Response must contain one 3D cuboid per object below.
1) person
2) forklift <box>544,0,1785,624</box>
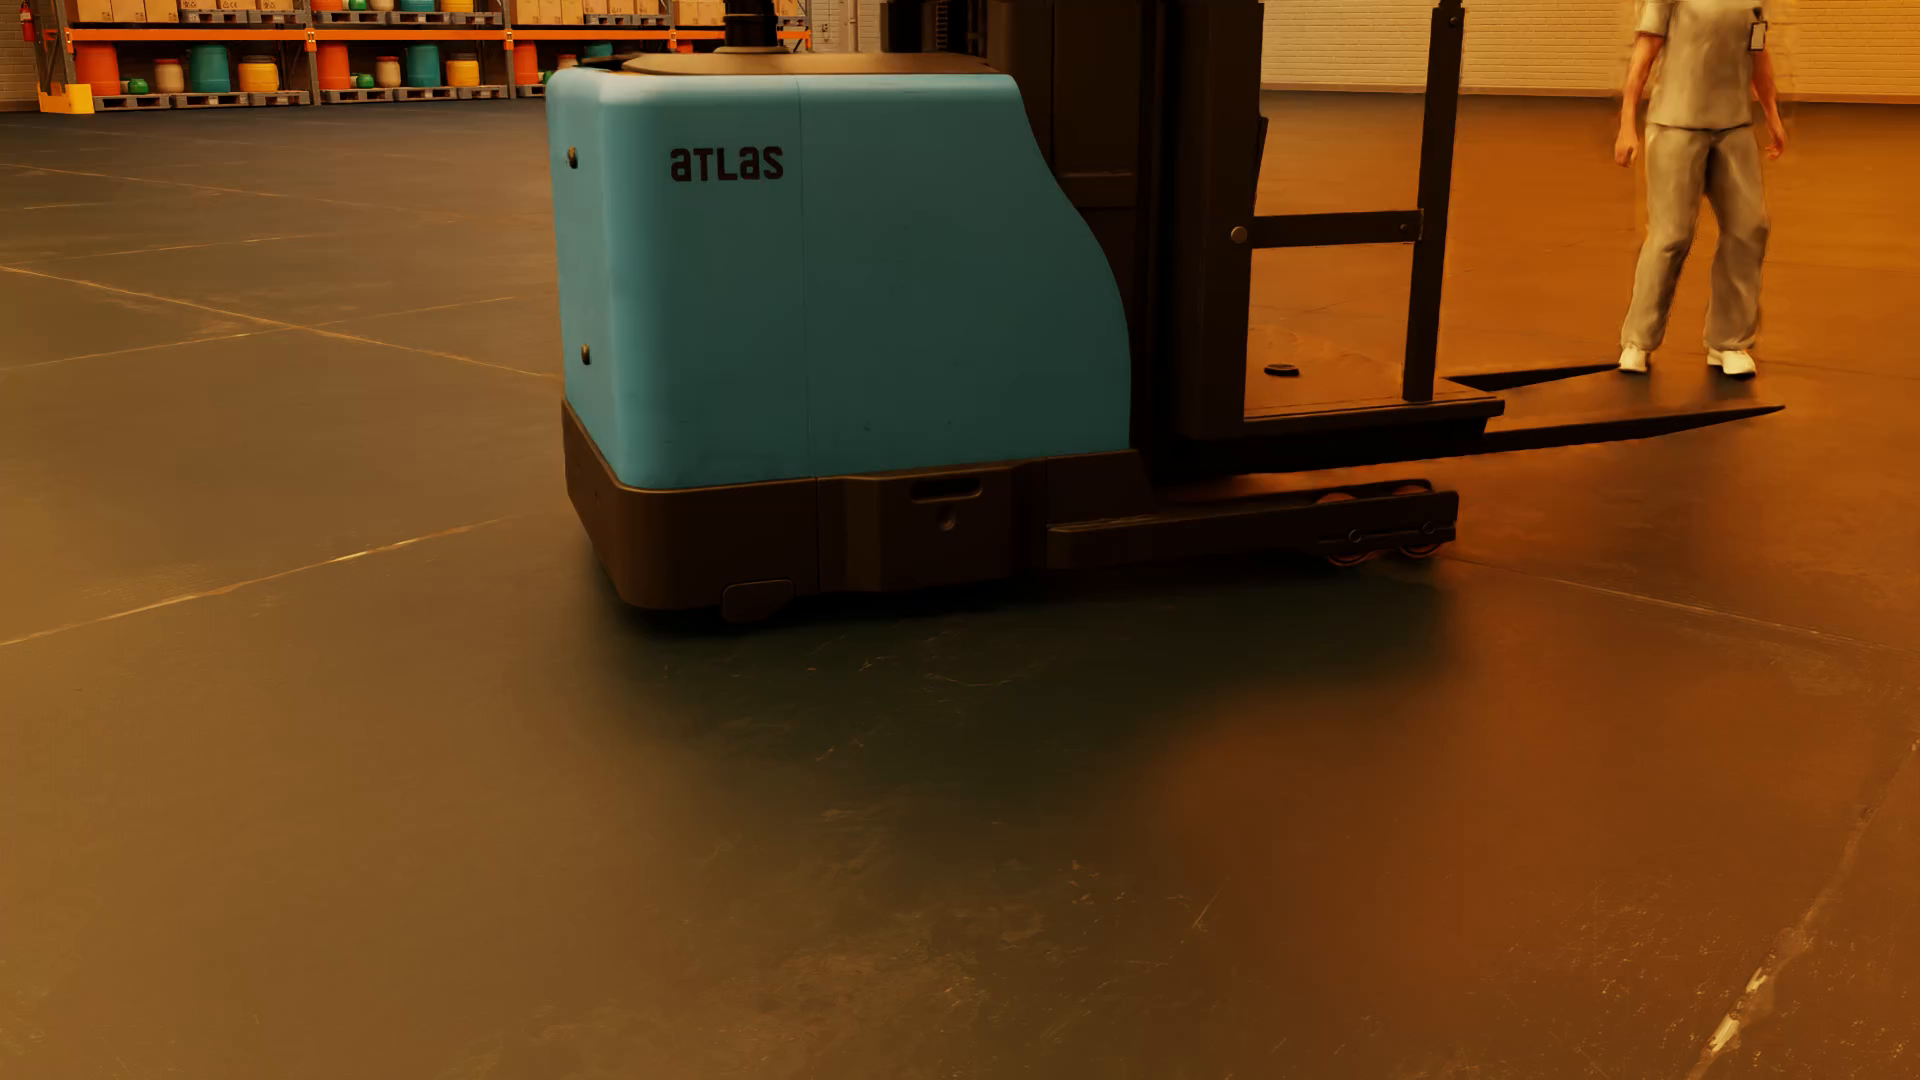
[{"bbox_3d":[2.570,-1.399,5.699,0.607,1.657,0.421,-4,17,-13],"label":"person"},{"bbox_3d":[0.609,-1.479,3.769,3.031,2.935,1.130,-6,18,-19],"label":"forklift"}]
